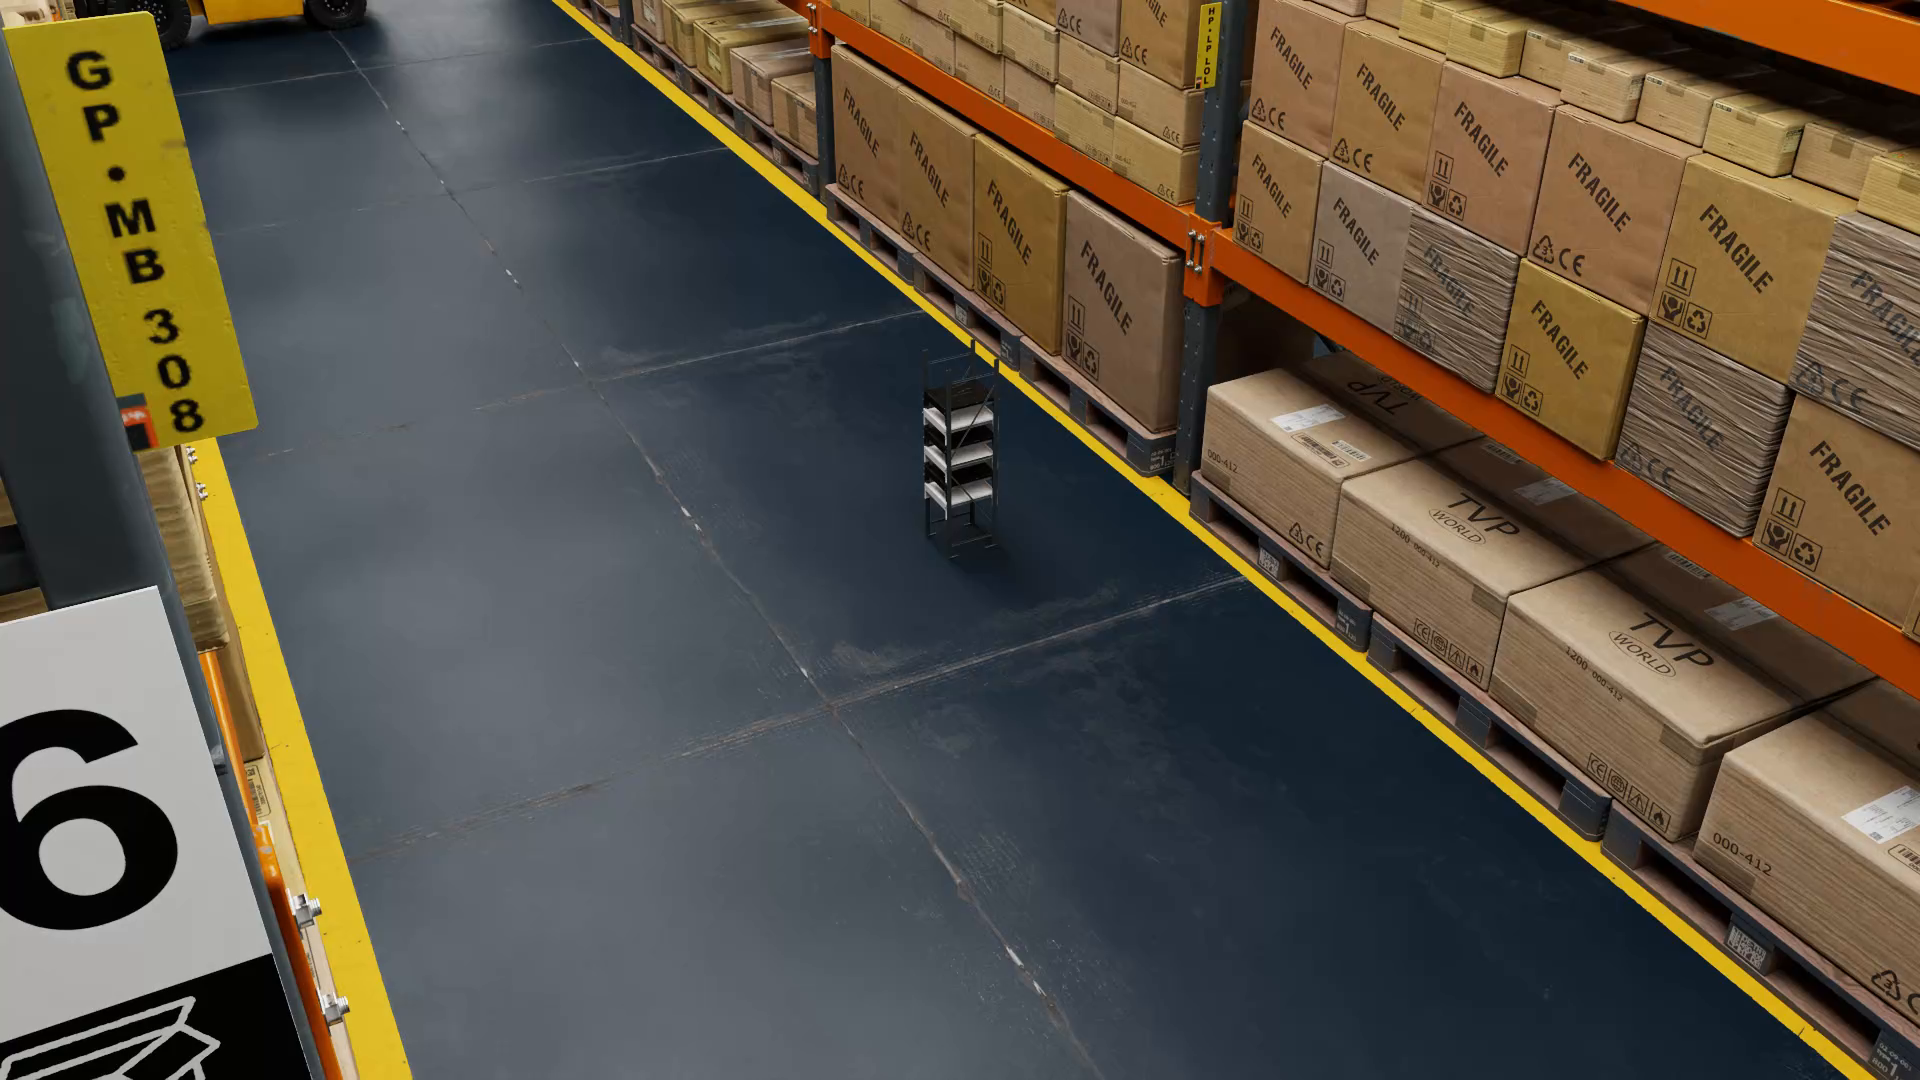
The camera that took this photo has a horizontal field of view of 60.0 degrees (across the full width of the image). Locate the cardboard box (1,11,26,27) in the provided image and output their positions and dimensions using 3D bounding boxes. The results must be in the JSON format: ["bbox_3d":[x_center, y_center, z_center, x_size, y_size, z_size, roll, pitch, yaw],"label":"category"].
[{"bbox_3d":[-1.066,-0.258,1.491,0.500,0.250,0.500,-16,36,-24],"label":"cardboard box"}]

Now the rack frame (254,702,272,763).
[{"bbox_3d":[-2.946,-0.356,5.025,1.000,3.000,0.127,-16,36,-23],"label":"rack frame"}]

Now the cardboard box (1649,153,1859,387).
[{"bbox_3d":[2.376,-0.810,4.714,0.500,0.500,0.500,-16,36,-23],"label":"cardboard box"}]

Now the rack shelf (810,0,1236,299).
[{"bbox_3d":[0.511,-2.258,8.661,1.077,0.370,4.000,-16,36,-23],"label":"rack shelf"}]

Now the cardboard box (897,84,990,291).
[{"bbox_3d":[0.239,-2.020,9.203,0.875,0.875,0.875,-15,36,-23],"label":"cardboard box"}]

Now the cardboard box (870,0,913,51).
[{"bbox_3d":[-0.161,-2.915,9.158,0.500,0.250,0.500,-17,36,-24],"label":"cardboard box"}]

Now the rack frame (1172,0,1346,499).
[{"bbox_3d":[1.443,-1.606,6.977,1.000,3.000,0.127,-16,36,-23],"label":"rack frame"}]

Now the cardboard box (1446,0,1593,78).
[{"bbox_3d":[1.811,-1.629,5.391,0.380,0.149,0.250,-17,36,-24],"label":"cardboard box"}]

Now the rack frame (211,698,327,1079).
[{"bbox_3d":[-1.081,1.553,2.046,1.000,3.000,0.127,-16,36,-23],"label":"rack frame"}]

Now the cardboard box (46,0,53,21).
[{"bbox_3d":[-2.019,-1.021,3.146,0.500,0.250,0.500,-15,36,-22],"label":"cardboard box"}]

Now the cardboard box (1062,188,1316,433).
[{"bbox_3d":[1.084,-1.164,7.867,0.875,0.875,0.875,-15,35,-22],"label":"cardboard box"}]

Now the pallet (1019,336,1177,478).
[{"bbox_3d":[1.017,-0.782,8.274,1.003,0.211,1.213,-16,36,-23],"label":"pallet"}]

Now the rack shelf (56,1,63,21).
[{"bbox_3d":[-3.878,-2.271,5.900,1.077,0.370,4.000,-16,36,-23],"label":"rack shelf"}]

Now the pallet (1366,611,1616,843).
[{"bbox_3d":[2.302,0.533,6.222,1.003,0.211,1.213,-16,36,-23],"label":"pallet"}]

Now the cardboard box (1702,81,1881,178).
[{"bbox_3d":[2.320,-1.150,4.643,0.380,0.149,0.250,-15,36,-22],"label":"cardboard box"}]

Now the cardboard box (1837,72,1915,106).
[{"bbox_3d":[2.796,-1.296,4.871,0.380,0.149,0.250,-16,36,-23],"label":"cardboard box"}]

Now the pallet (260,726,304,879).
[{"bbox_3d":[-2.627,1.146,5.266,1.003,0.211,1.213,-16,36,-23],"label":"pallet"}]

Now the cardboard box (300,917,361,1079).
[{"bbox_3d":[-1.289,0.966,2.825,0.500,0.250,0.500,-15,36,-23],"label":"cardboard box"}]

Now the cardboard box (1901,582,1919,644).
[{"bbox_3d":[2.849,0.097,4.226,0.500,0.500,0.500,-16,36,-23],"label":"cardboard box"}]

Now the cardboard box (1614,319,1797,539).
[{"bbox_3d":[2.380,-0.390,4.985,0.500,0.500,0.500,-15,36,-22],"label":"cardboard box"}]

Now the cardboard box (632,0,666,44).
[{"bbox_3d":[-2.040,-4.245,13.142,0.950,0.372,0.625,-15,36,-23],"label":"cardboard box"}]

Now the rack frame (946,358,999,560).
[{"bbox_3d":[0.051,-0.327,6.925,0.240,0.900,0.006,-16,36,-23],"label":"rack frame"}]

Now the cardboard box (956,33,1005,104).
[{"bbox_3d":[0.312,-2.428,8.399,0.500,0.250,0.500,-16,36,-23],"label":"cardboard box"}]

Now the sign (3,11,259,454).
[{"bbox_3d":[-0.601,-0.215,1.214,0.100,0.325,0.005,-16,36,-23],"label":"sign"}]

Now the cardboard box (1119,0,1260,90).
[{"bbox_3d":[1.013,-2.220,6.914,0.500,0.500,0.500,-15,35,-22],"label":"cardboard box"}]

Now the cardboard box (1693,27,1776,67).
[{"bbox_3d":[2.537,-1.536,5.246,0.380,0.149,0.250,-16,36,-23],"label":"cardboard box"}]

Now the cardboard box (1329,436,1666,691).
[{"bbox_3d":[2.059,0.049,6.378,0.875,0.438,0.875,-17,36,-24],"label":"cardboard box"}]

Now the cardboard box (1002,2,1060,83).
[{"bbox_3d":[0.536,-2.385,7.868,0.500,0.250,0.500,-15,36,-22],"label":"cardboard box"}]

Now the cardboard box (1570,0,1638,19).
[{"bbox_3d":[2.286,-1.774,5.618,0.380,0.149,0.250,-16,36,-23],"label":"cardboard box"}]

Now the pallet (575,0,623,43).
[{"bbox_3d":[-2.631,-4.562,14.175,1.003,0.211,1.213,-16,36,-23],"label":"pallet"}]

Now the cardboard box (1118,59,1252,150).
[{"bbox_3d":[1.023,-1.903,7.115,0.500,0.250,0.500,-16,36,-23],"label":"cardboard box"}]

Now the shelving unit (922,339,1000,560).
[{"bbox_3d":[0.004,-0.375,7.001,0.258,0.900,0.210,-16,36,-23],"label":"shelving unit"}]

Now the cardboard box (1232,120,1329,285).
[{"bbox_3d":[1.431,-1.359,6.497,0.500,0.500,0.500,-15,35,-22],"label":"cardboard box"}]

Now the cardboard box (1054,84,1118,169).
[{"bbox_3d":[0.775,-1.937,7.632,0.500,0.250,0.500,-16,36,-24],"label":"cardboard box"}]

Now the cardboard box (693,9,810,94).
[{"bbox_3d":[-1.376,-3.571,12.090,0.950,0.372,0.625,-15,35,-22],"label":"cardboard box"}]

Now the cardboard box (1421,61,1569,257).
[{"bbox_3d":[1.910,-1.291,5.466,0.500,0.500,0.500,-15,36,-22],"label":"cardboard box"}]

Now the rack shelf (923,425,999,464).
[{"bbox_3d":[0.004,-0.423,6.971,0.258,0.077,0.200,-16,36,-23],"label":"rack shelf"}]

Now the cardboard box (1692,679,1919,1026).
[{"bbox_3d":[2.912,0.915,5.027,0.875,0.438,0.875,-17,36,-25],"label":"cardboard box"}]

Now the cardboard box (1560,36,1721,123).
[{"bbox_3d":[2.054,-1.395,5.026,0.380,0.149,0.250,-16,36,-23],"label":"cardboard box"}]

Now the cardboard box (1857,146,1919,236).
[{"bbox_3d":[2.548,-0.902,4.257,0.380,0.149,0.250,-15,36,-22],"label":"cardboard box"}]

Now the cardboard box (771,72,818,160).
[{"bbox_3d":[-0.676,-2.858,10.977,0.950,0.372,0.625,-18,37,-26],"label":"cardboard box"}]

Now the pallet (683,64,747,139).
[{"bbox_3d":[-1.349,-3.296,12.199,1.003,0.211,1.213,-16,36,-23],"label":"pallet"}]

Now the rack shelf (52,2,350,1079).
[{"bbox_3d":[-2.013,-0.362,2.920,1.077,0.370,4.000,-16,36,-23],"label":"rack shelf"}]

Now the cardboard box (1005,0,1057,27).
[{"bbox_3d":[0.546,-2.712,7.682,0.500,0.500,0.500,-15,35,-22],"label":"cardboard box"}]

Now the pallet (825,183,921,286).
[{"bbox_3d":[-0.121,-1.946,10.092,1.003,0.211,1.213,-16,36,-23],"label":"pallet"}]

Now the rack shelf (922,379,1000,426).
[{"bbox_3d":[0.004,-0.574,6.874,0.258,0.077,0.200,-16,36,-23],"label":"rack shelf"}]

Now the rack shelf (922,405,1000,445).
[{"bbox_3d":[0.004,-0.499,6.922,0.258,0.077,0.200,-16,36,-23],"label":"rack shelf"}]

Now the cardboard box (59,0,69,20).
[{"bbox_3d":[-4.780,-2.692,8.347,0.500,0.250,0.500,-16,36,-23],"label":"cardboard box"}]

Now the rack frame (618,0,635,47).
[{"bbox_3d":[-2.287,-5.424,12.936,1.000,3.000,0.127,-16,36,-23],"label":"rack frame"}]

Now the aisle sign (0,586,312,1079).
[{"bbox_3d":[-0.789,0.417,1.409,0.394,0.787,0.004,-16,36,-23],"label":"aisle sign"}]

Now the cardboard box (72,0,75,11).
[{"bbox_3d":[-7.089,-4.195,12.713,0.500,0.250,0.500,-16,36,-24],"label":"cardboard box"}]

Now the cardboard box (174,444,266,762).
[{"bbox_3d":[-1.754,0.175,3.365,0.500,0.500,0.500,-15,36,-22],"label":"cardboard box"}]

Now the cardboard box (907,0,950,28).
[{"bbox_3d":[0.058,-2.871,8.626,0.500,0.250,0.500,-16,36,-23],"label":"cardboard box"}]

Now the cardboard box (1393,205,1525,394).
[{"bbox_3d":[1.888,-0.879,5.748,0.500,0.500,0.500,-16,36,-23],"label":"cardboard box"}]

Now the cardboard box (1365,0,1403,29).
[{"bbox_3d":[1.651,-1.897,5.810,0.380,0.149,0.250,-16,36,-24],"label":"cardboard box"}]

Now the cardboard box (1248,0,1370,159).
[{"bbox_3d":[1.451,-1.781,6.230,0.500,0.500,0.500,-16,36,-23],"label":"cardboard box"}]
